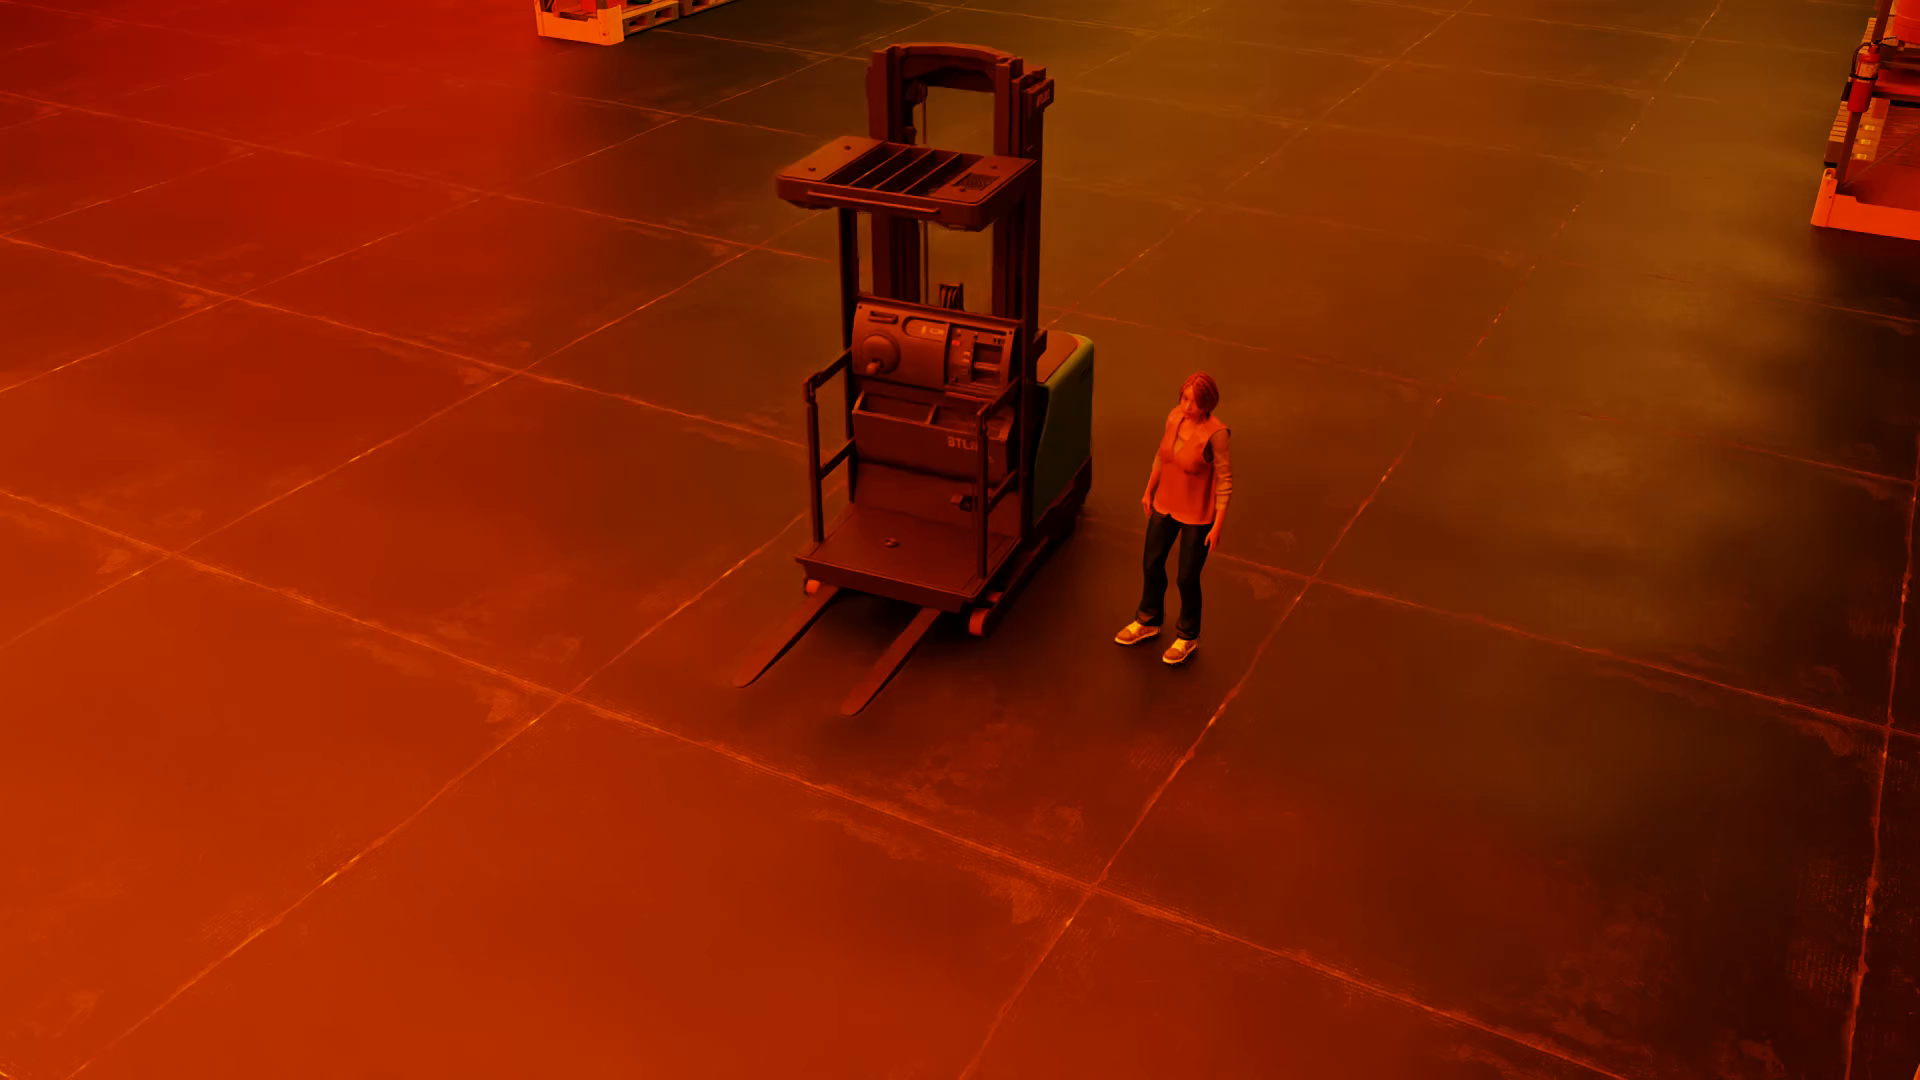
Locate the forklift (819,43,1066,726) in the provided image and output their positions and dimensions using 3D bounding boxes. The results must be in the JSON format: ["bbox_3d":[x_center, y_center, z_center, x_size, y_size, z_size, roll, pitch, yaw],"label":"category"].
[{"bbox_3d":[-0.073,-0.958,8.730,1.130,2.935,3.031,4,30,7],"label":"forklift"}]

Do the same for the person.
[{"bbox_3d":[1.113,-0.116,8.599,0.449,1.603,0.515,-25,39,-37],"label":"person"}]
